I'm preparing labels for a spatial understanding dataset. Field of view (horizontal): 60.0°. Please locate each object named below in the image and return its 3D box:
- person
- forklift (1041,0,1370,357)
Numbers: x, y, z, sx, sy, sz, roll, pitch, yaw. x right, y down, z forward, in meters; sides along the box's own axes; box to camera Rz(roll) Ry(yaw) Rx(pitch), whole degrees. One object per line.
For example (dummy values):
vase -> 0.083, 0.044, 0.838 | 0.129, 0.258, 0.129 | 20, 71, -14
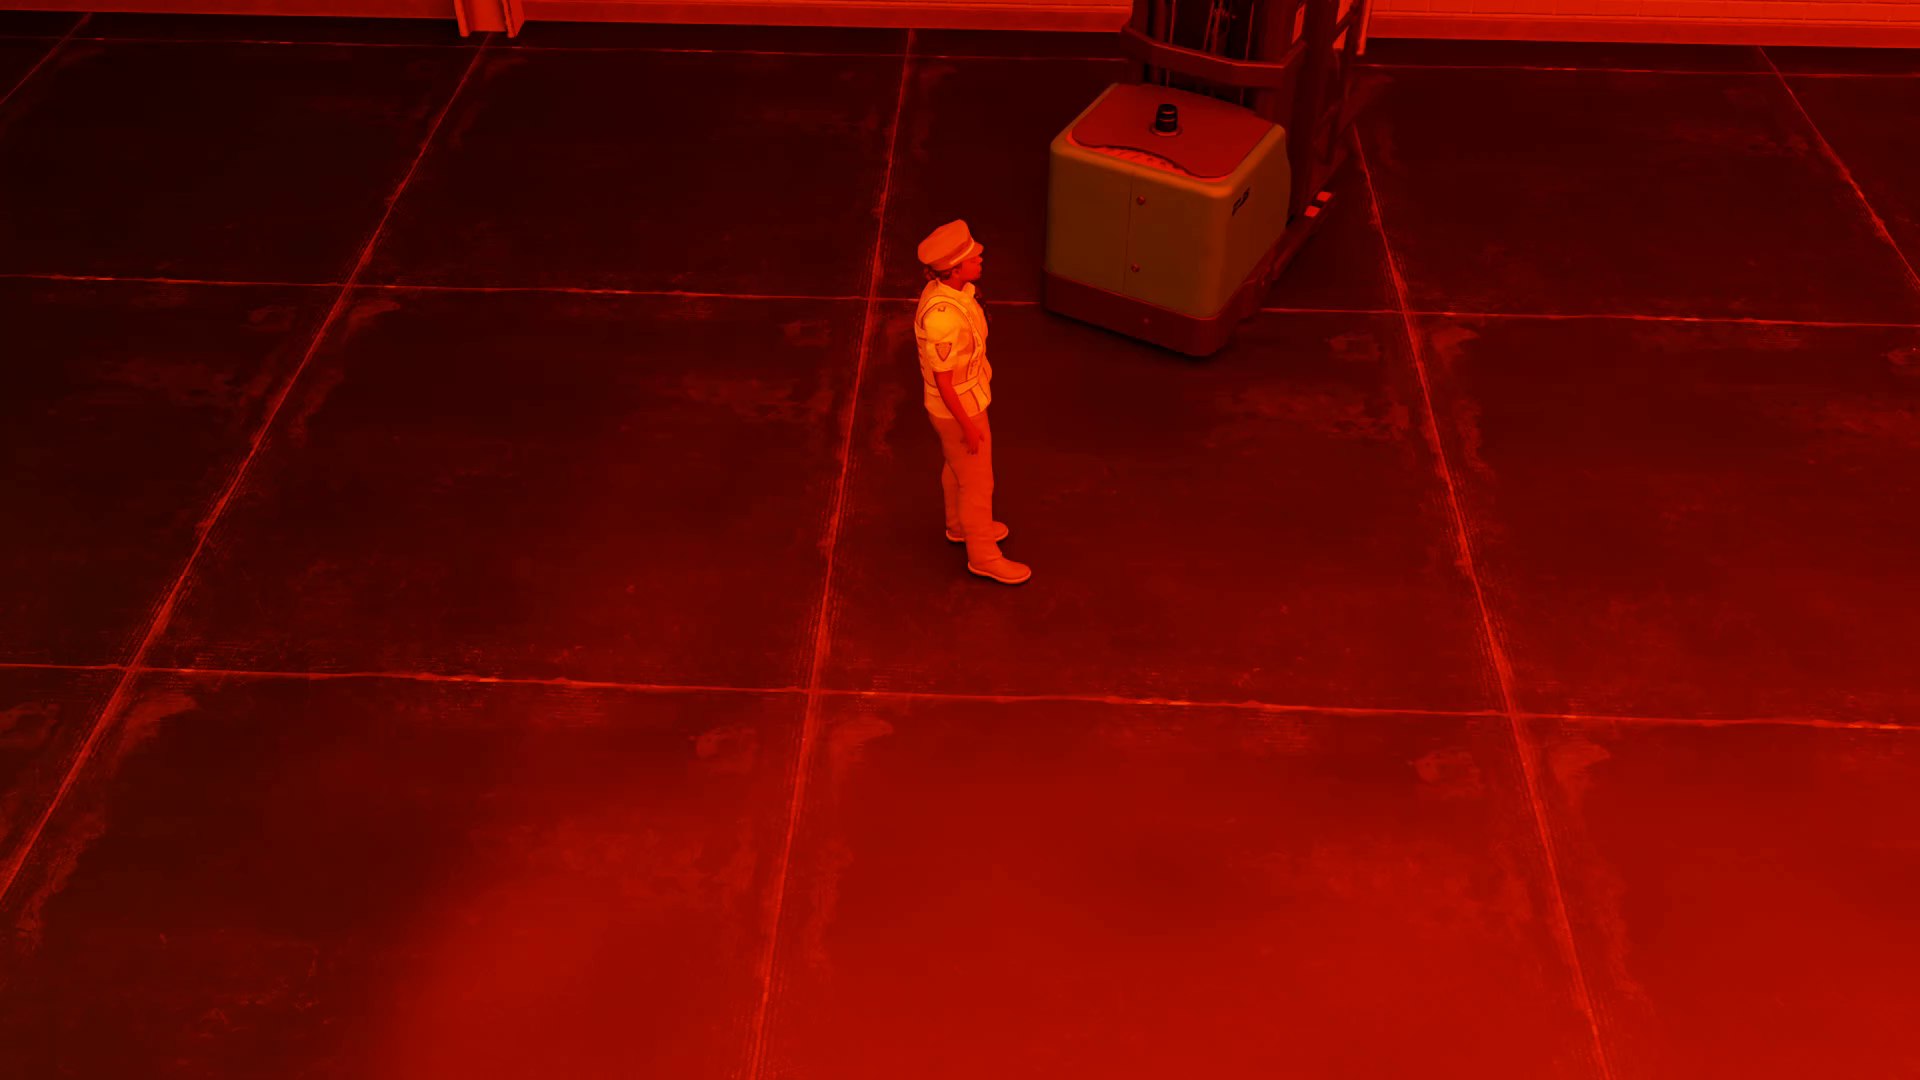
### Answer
person -> 0.074, -0.615, 7.323 | 0.530, 1.695, 0.570 | 2, 42, 2
forklift -> 1.615, -3.044, 9.076 | 1.130, 2.935, 3.031 | 21, 46, 21
